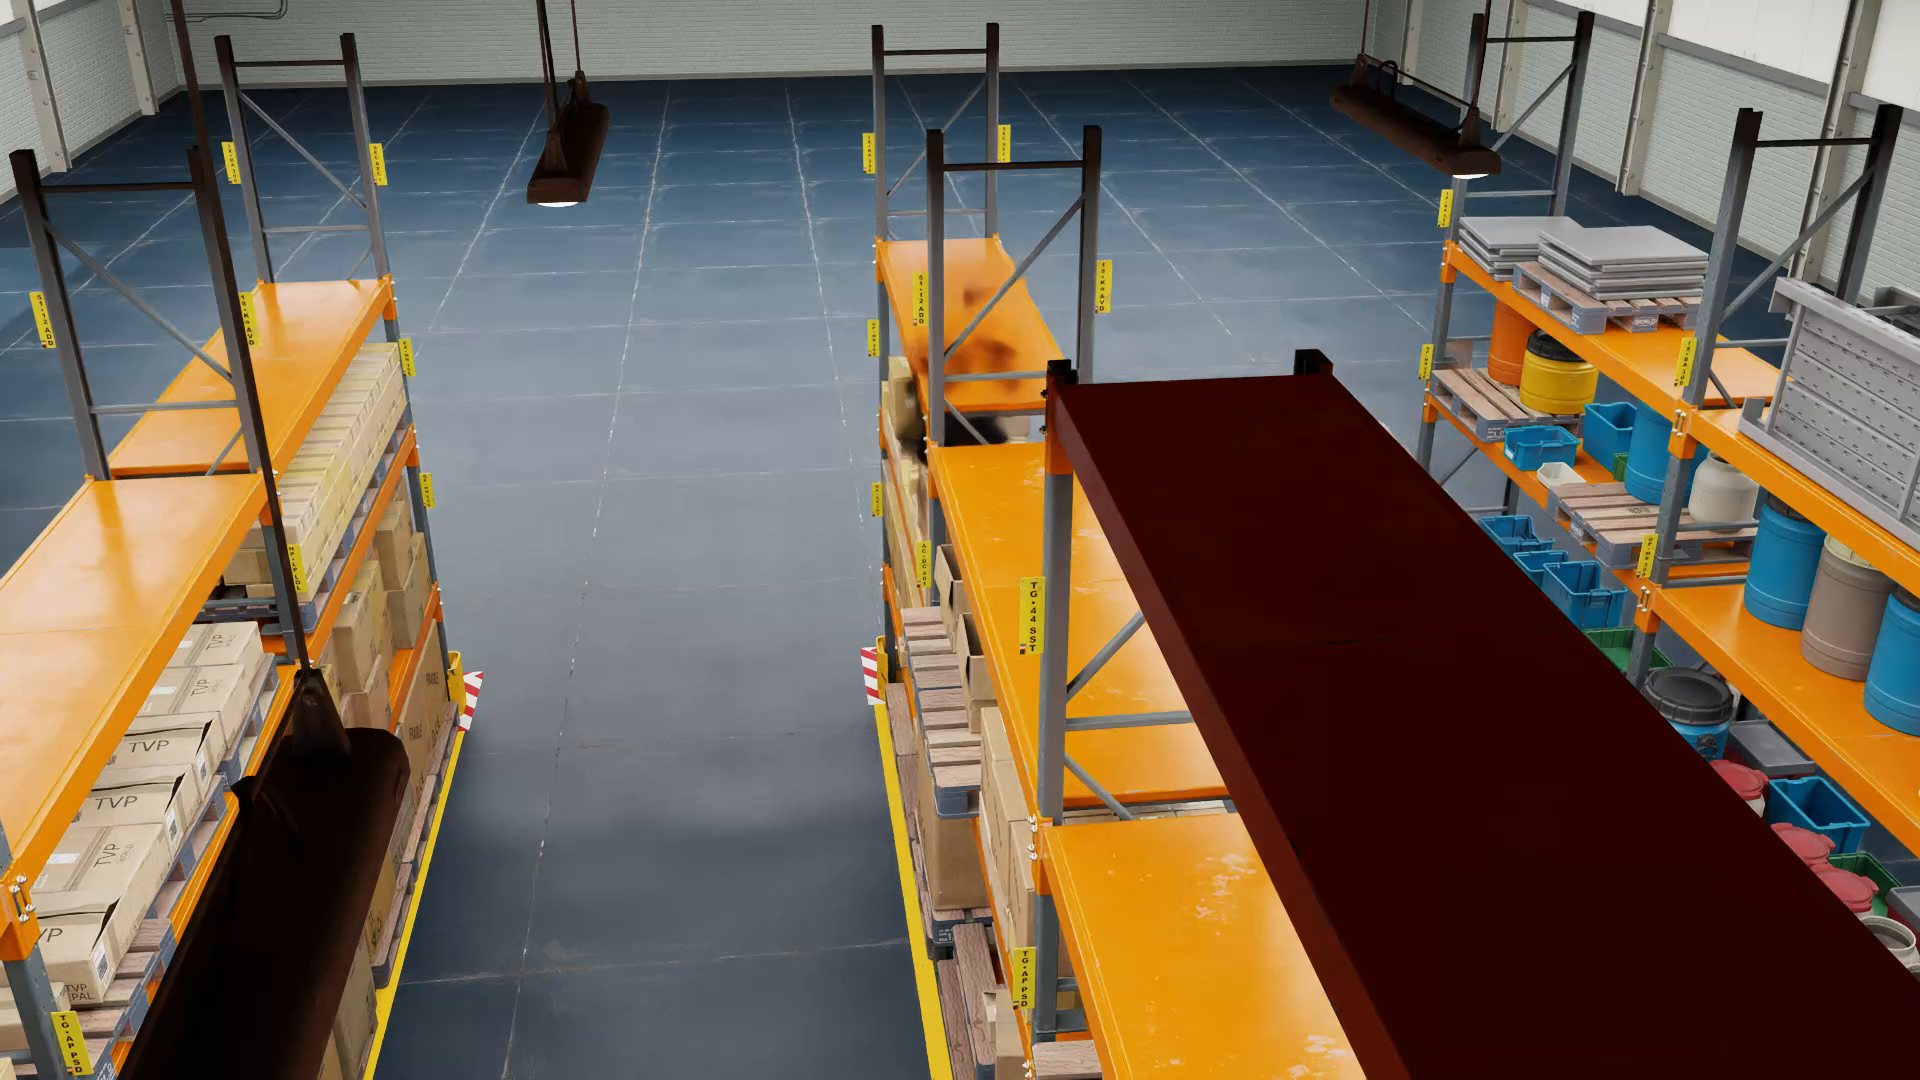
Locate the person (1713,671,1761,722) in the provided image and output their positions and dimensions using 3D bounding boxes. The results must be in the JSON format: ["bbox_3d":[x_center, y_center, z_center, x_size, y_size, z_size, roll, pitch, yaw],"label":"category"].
[{"bbox_3d":[6.513,1.317,13.756,0.689,1.732,0.561,-2,26,-4],"label":"person"}]
